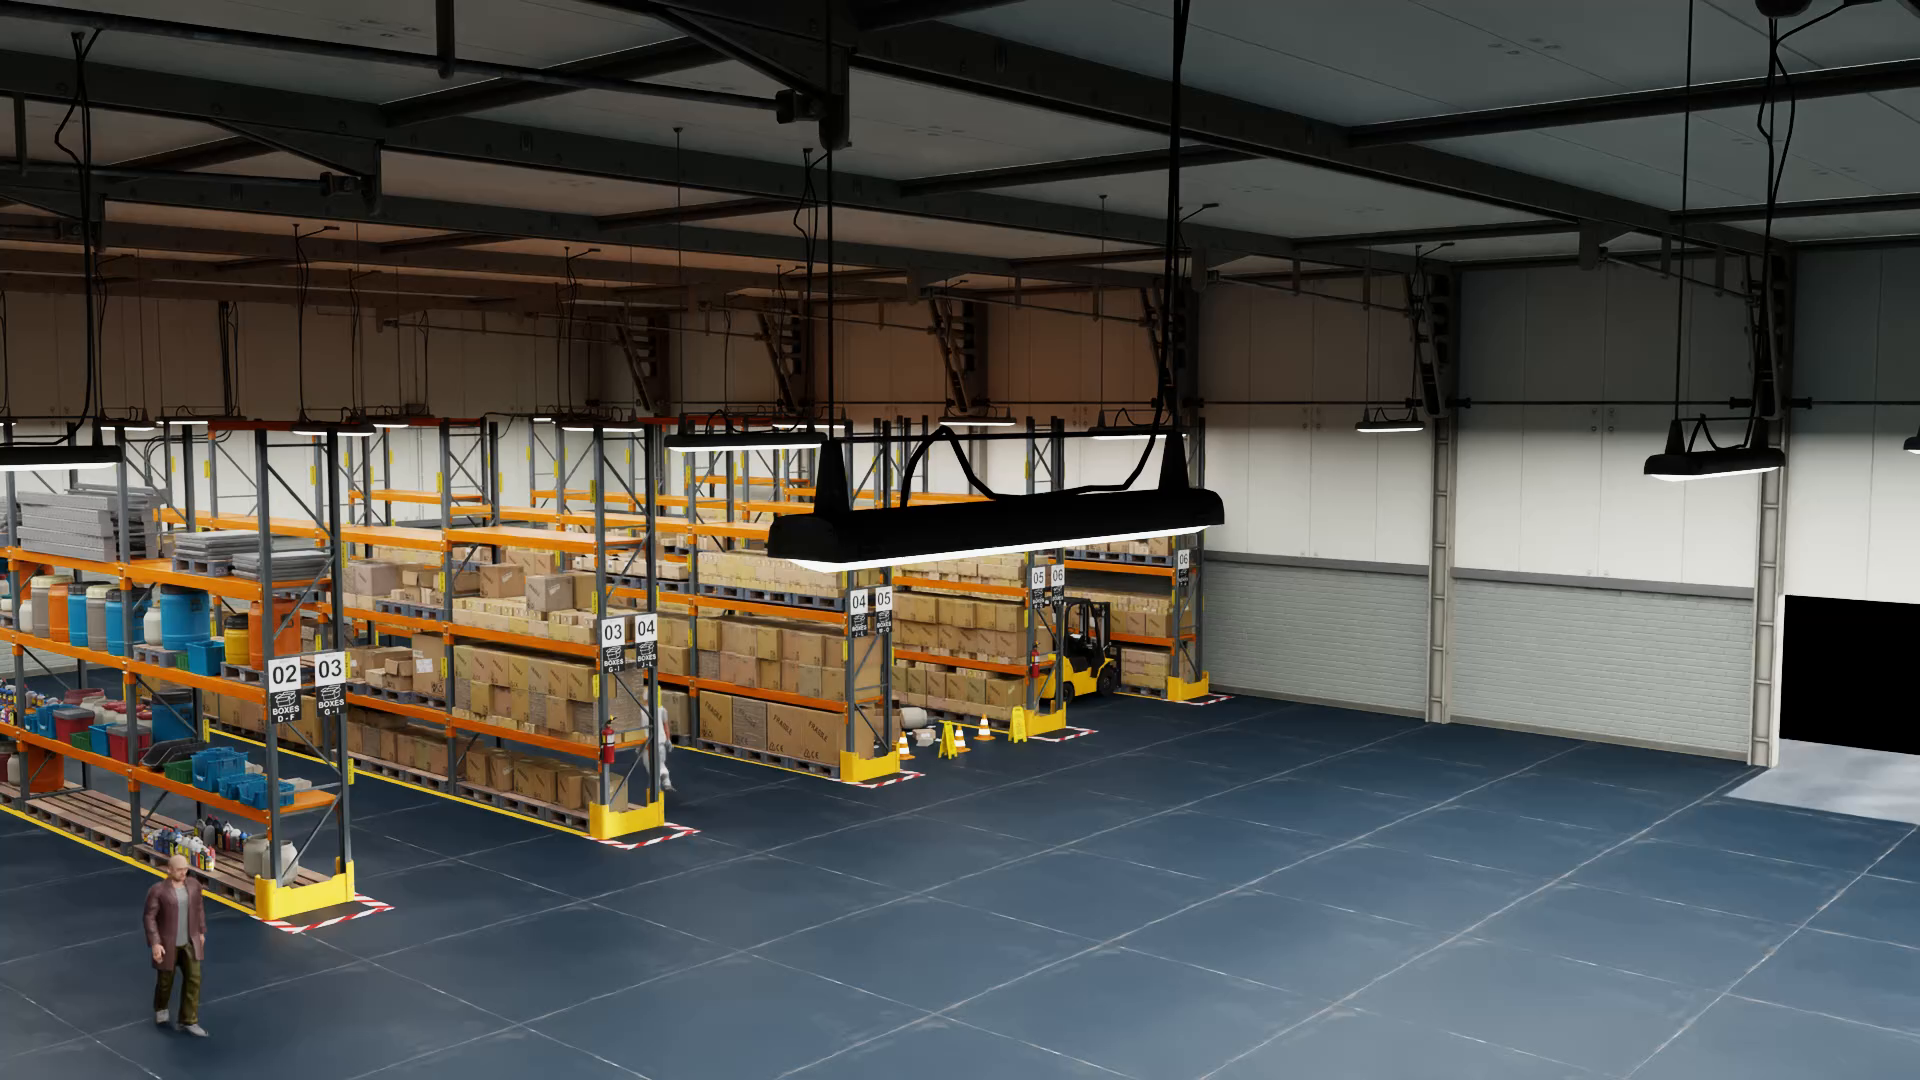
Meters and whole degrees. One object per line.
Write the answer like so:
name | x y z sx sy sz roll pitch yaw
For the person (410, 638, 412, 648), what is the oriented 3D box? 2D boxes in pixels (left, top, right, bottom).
person | -13.202 2.104 40.254 0.617 1.811 0.604 -5 7 -44

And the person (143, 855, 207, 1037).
person | -7.890 4.074 16.804 0.844 1.782 0.675 4 6 39

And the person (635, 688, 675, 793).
person | -4.854 3.245 26.391 0.579 1.781 0.532 -4 6 -38
